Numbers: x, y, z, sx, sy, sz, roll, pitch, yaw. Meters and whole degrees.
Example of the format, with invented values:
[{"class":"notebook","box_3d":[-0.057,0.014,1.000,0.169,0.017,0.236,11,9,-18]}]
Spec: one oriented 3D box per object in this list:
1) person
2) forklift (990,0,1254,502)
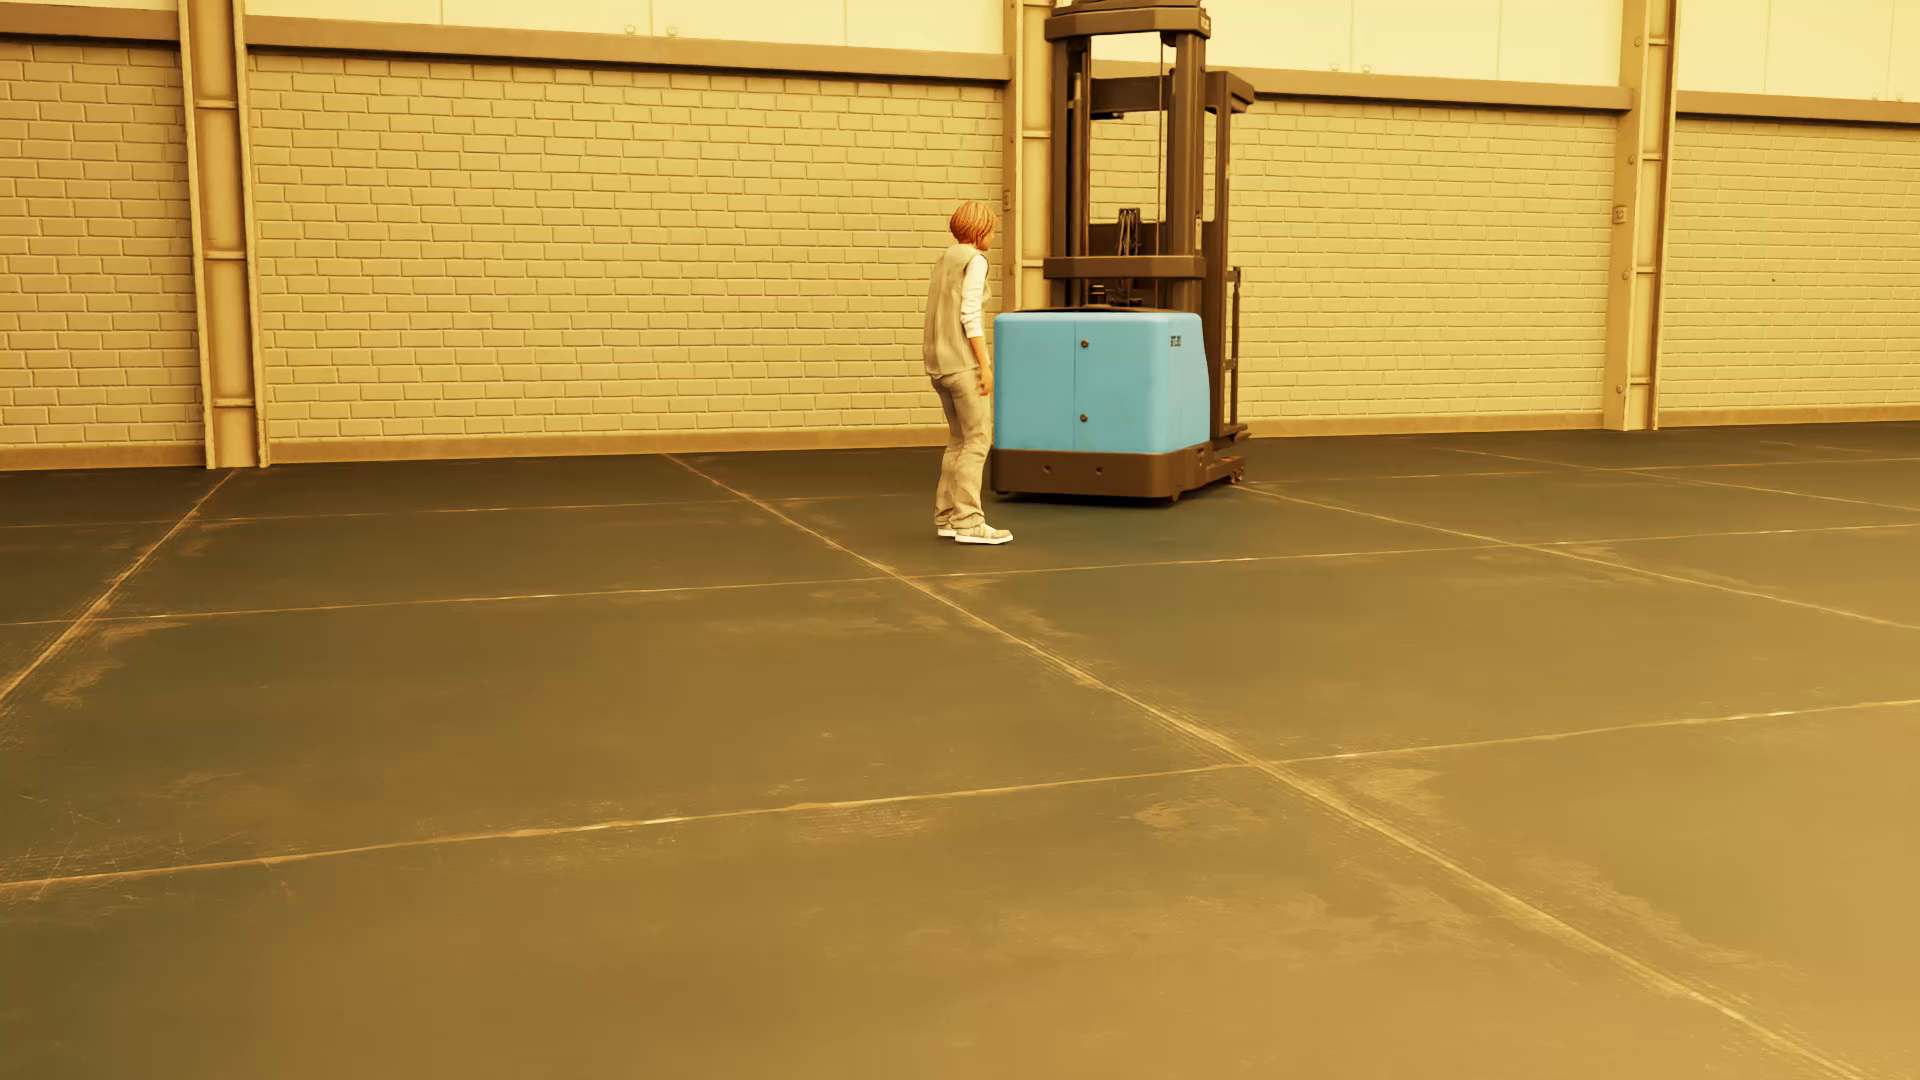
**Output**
[{"class":"person","box_3d":[0.017,-0.791,7.833,0.345,1.592,0.481,-3,8,-22]},{"class":"forklift","box_3d":[1.198,-1.823,10.453,1.130,2.935,3.031,3,8,22]}]
